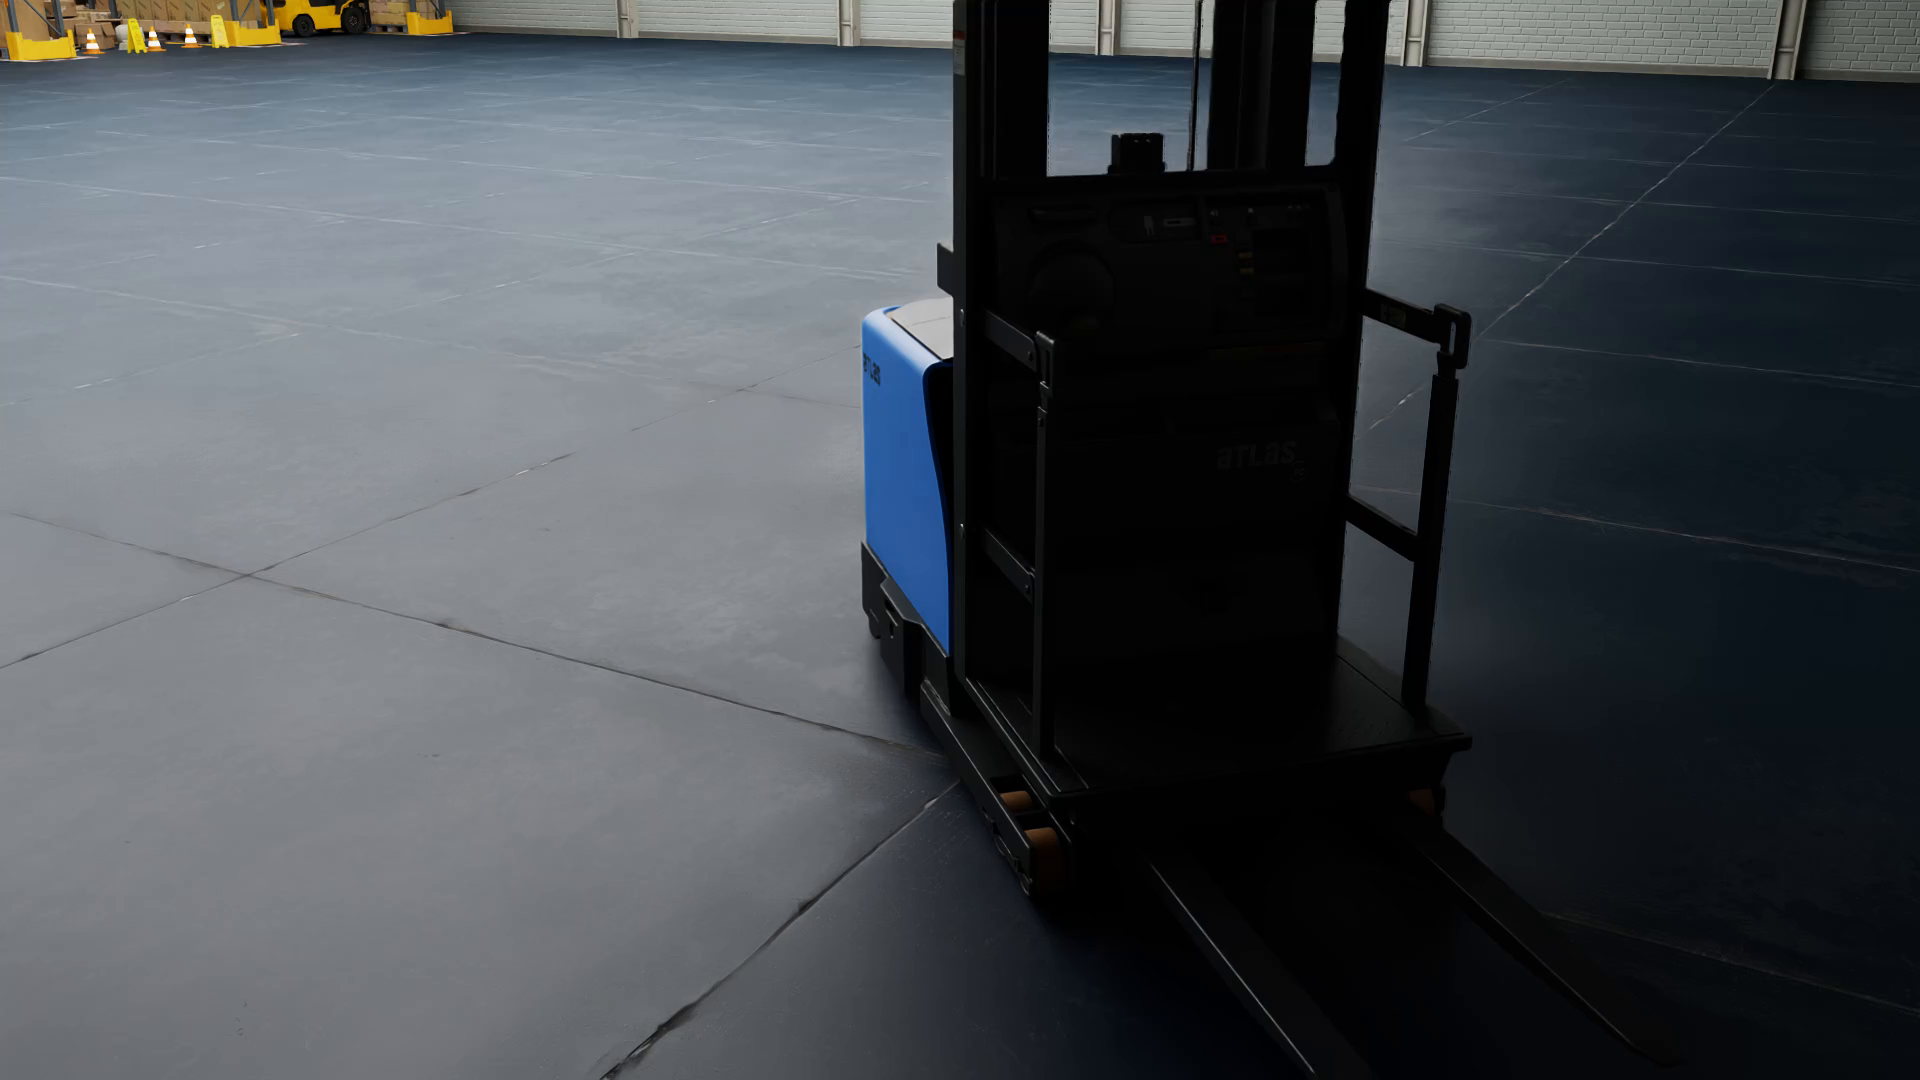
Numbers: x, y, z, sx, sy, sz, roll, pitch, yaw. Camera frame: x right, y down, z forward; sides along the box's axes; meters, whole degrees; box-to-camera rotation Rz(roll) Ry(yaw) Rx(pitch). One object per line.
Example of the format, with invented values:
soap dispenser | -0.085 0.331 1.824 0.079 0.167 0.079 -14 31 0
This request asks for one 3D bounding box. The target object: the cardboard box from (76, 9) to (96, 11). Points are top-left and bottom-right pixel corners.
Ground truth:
cardboard box | -20.265 -11.989 38.255 0.625 0.372 0.950 12 23 29

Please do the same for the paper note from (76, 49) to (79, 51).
paper note | -17.908 -9.914 33.653 0.144 0.017 0.142 -16 26 -38

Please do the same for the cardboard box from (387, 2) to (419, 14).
cardboard box | -13.237 -12.648 39.516 0.500 0.250 0.500 10 22 27

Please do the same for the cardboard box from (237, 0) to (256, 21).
cardboard box | -15.668 -11.519 36.039 0.500 0.500 0.500 10 22 26

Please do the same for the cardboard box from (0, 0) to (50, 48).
cardboard box | -18.027 -9.843 31.601 0.875 0.875 0.875 11 23 28

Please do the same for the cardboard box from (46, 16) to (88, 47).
cardboard box | -18.666 -10.623 34.714 0.503 0.637 0.797 11 23 27

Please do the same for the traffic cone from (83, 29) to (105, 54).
traffic cone | -17.174 -9.870 32.895 0.334 0.463 0.336 11 23 27

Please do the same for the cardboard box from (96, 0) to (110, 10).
cardboard box | -22.823 -14.390 44.687 0.500 0.500 0.500 12 23 30

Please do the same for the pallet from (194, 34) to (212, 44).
pallet | -15.835 -10.889 36.074 1.213 0.211 1.003 11 23 27

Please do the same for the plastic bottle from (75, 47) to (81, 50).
plastic bottle | -18.096 -10.029 33.923 0.283 0.061 0.133 3 20 9

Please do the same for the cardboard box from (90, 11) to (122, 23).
cardboard box | -19.028 -11.755 37.611 0.625 0.372 0.950 11 23 28

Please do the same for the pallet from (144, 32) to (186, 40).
pallet | -17.966 -11.295 37.193 1.213 0.211 1.003 11 23 27

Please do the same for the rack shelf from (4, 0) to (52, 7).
rack shelf | -19.149 -10.546 32.093 4.000 0.370 1.077 11 23 27

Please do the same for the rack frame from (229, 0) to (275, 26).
rack frame | -15.077 -12.042 35.162 0.127 3.000 1.000 11 23 27

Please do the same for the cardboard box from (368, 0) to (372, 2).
cardboard box | -14.108 -13.043 39.872 0.500 0.250 0.500 11 23 28

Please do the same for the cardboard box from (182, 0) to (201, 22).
cardboard box | -16.361 -11.440 35.821 0.500 0.500 0.500 12 23 29

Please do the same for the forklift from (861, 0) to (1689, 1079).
forklift | 0.590 -0.671 3.916 1.130 2.935 3.031 -6 21 -16

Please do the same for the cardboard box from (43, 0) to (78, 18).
cardboard box | -19.411 -11.353 35.819 0.500 0.500 0.500 11 23 27

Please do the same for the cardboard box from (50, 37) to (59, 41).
cardboard box | -18.496 -10.194 34.077 0.258 0.266 0.396 16 25 36

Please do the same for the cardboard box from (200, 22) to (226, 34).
cardboard box | -15.935 -11.005 35.720 0.500 0.250 0.500 11 23 27

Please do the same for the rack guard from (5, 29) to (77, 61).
rack guard | -17.382 -9.372 31.469 0.348 0.500 1.175 11 23 27

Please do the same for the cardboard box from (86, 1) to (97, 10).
cardboard box | -23.597 -14.629 45.623 0.500 0.311 0.500 12 23 29

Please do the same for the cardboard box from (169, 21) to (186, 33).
cardboard box | -16.822 -11.175 36.189 0.500 0.250 0.500 10 22 25

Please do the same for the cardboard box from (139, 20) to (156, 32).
cardboard box | -17.714 -11.348 36.666 0.500 0.250 0.500 12 23 30

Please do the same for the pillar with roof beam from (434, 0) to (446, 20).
pillar with roof beam | -14.927 -15.443 35.740 0.400 9.000 9.100 11 23 27

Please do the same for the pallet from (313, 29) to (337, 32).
pallet | -15.478 -12.730 41.148 1.213 0.211 1.003 11 23 27

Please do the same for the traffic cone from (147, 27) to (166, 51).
traffic cone | -16.326 -10.149 33.666 0.334 0.463 0.336 11 23 27

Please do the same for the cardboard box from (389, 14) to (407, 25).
cardboard box | -13.224 -12.409 39.591 0.500 0.250 0.500 11 23 28

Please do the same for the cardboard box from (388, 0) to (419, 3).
cardboard box | -13.214 -12.878 39.419 0.500 0.250 0.500 12 23 29

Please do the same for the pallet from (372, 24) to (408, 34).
pallet | -13.348 -12.324 40.029 1.213 0.211 1.003 11 23 27

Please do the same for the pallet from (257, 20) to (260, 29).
pallet | -17.883 -13.188 42.411 1.213 0.211 1.003 11 23 27

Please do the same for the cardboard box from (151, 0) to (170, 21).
cardboard box | -17.261 -11.613 36.298 0.500 0.500 0.500 12 23 30

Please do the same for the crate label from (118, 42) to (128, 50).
crate label | -17.043 -10.109 34.031 0.298 0.136 0.250 0 20 -1

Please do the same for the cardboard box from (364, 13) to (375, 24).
cardboard box | -14.086 -12.580 40.063 0.500 0.250 0.500 11 23 28

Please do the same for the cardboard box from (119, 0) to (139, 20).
cardboard box | -18.186 -11.786 36.773 0.500 0.500 0.500 12 23 30

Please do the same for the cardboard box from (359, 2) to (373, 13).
cardboard box | -14.131 -12.814 39.974 0.500 0.250 0.500 10 22 26

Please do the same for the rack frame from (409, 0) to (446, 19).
rack frame | -12.660 -13.520 39.238 0.127 3.000 1.000 11 23 27

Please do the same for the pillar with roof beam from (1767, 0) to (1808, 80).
pillar with roof beam | 11.263 -10.454 21.987 0.400 9.000 9.100 11 23 27

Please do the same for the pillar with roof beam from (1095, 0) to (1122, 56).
pillar with roof beam | 0.787 -12.449 27.488 0.400 9.000 9.100 11 23 27

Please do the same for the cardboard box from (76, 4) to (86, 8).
cardboard box | -24.077 -14.492 45.312 0.258 0.266 0.396 12 23 29

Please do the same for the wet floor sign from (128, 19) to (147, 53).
wet floor sign | -16.412 -10.029 33.067 0.232 0.644 0.267 7 21 18
